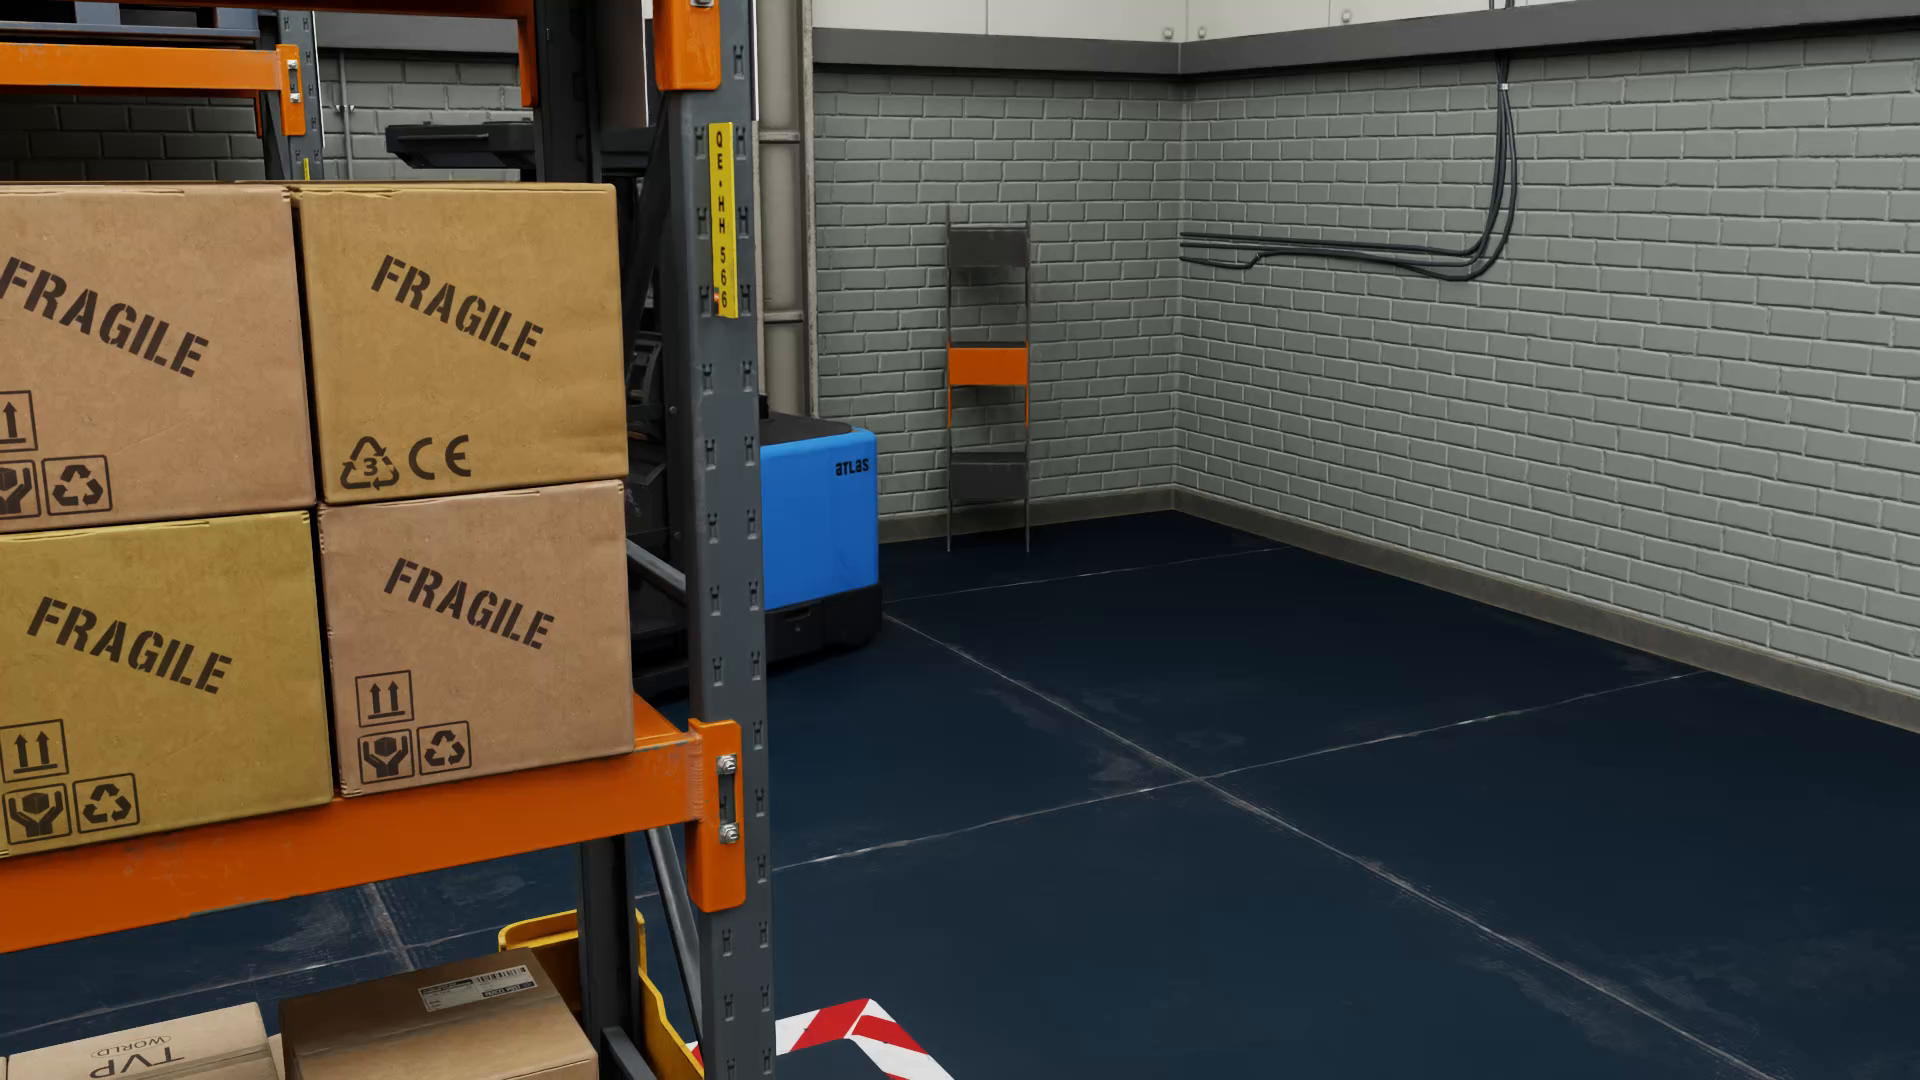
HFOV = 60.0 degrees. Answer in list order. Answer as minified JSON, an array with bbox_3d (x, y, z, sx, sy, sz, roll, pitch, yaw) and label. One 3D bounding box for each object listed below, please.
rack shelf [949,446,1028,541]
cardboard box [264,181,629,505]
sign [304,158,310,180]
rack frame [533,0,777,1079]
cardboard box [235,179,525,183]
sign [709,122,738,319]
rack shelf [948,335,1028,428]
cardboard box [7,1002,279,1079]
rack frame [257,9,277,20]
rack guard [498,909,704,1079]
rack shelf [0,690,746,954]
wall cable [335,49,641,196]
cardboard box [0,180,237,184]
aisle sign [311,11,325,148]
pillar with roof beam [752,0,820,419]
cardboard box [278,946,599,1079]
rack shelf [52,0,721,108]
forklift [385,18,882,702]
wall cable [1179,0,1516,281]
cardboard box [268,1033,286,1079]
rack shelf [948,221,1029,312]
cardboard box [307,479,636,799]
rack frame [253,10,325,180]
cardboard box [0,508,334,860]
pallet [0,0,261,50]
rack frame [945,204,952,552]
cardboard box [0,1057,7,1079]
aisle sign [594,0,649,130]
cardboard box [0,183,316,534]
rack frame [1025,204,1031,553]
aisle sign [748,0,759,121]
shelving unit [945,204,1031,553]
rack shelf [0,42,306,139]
[{"bbox_3d":[0.177,-0.295,10.383,0.480,0.518,0.431,0,13,1],"label":"rack shelf"},{"bbox_3d":[-0.912,-0.372,2.924,0.500,0.500,0.500,-7,14,-28],"label":"cardboard box"},{"bbox_3d":[-2.782,-1.464,7.104,0.005,0.325,0.100,-7,14,-28],"label":"sign"},{"bbox_3d":[-0.654,0.064,3.491,0.053,2.616,0.949,-7,14,-28],"label":"rack frame"},{"bbox_3d":[-1.169,-0.476,3.386,0.500,0.500,0.500,-6,14,-26],"label":"cardboard box"},{"bbox_3d":[-0.405,-0.545,2.842,0.005,0.325,0.100,-7,14,-28],"label":"sign"},{"bbox_3d":[0.174,-0.978,10.229,0.480,0.518,0.431,0,13,1],"label":"rack shelf"},{"bbox_3d":[-1.705,1.247,3.497,0.500,0.250,0.500,-7,14,-28],"label":"cardboard box"},{"bbox_3d":[-3.030,-3.816,7.070,0.127,3.000,1.000,-7,14,-28],"label":"rack frame"},{"bbox_3d":[-0.720,1.293,3.727,0.348,0.500,1.175,-7,14,-28],"label":"rack guard"},{"bbox_3d":[-2.408,0.626,2.632,4.000,0.370,1.077,-7,14,-28],"label":"rack shelf"},{"bbox_3d":[-2.359,-1.702,9.025,1.851,1.984,0.084,-7,14,-28],"label":"wall cable"},{"bbox_3d":[-1.624,-0.419,3.135,0.500,0.500,0.500,-7,14,-27],"label":"cardboard box"},{"bbox_3d":[-2.823,-2.107,7.220,0.004,0.787,0.394,-7,14,-28],"label":"aisle sign"},{"bbox_3d":[0.988,-3.437,5.386,0.400,9.000,9.100,-7,14,-28],"label":"pillar with roof beam"},{"bbox_3d":[-1.012,1.175,3.249,0.500,0.500,0.500,-7,14,-28],"label":"cardboard box"},{"bbox_3d":[-2.408,-0.837,2.303,4.000,0.370,1.077,-7,14,-28],"label":"rack shelf"},{"bbox_3d":[-1.781,-0.762,7.321,1.130,2.935,3.031,12,18,43],"label":"forklift"},{"bbox_3d":[2.106,-2.827,9.748,0.112,2.526,3.097,-7,14,-28],"label":"wall cable"},{"bbox_3d":[-1.404,1.237,3.733,0.250,0.166,0.380,-7,14,-28],"label":"cardboard box"},{"bbox_3d":[0.172,-1.661,10.075,0.480,0.518,0.431,0,13,1],"label":"rack shelf"},{"bbox_3d":[-0.916,0.116,3.035,0.500,0.500,0.500,-6,14,-26],"label":"cardboard box"},{"bbox_3d":[-3.030,-0.889,7.728,0.127,3.000,1.000,-7,14,-28],"label":"rack frame"},{"bbox_3d":[-1.369,0.171,2.789,0.500,0.500,0.500,-7,14,-27],"label":"cardboard box"},{"bbox_3d":[-3.676,-2.229,7.053,1.213,0.211,1.003,-7,14,-28],"label":"pallet"},{"bbox_3d":[-0.070,-0.991,10.231,0.015,2.100,0.400,0,13,1],"label":"rack frame"},{"bbox_3d":[-2.144,1.300,3.263,0.500,0.250,0.500,-7,14,-28],"label":"cardboard box"},{"bbox_3d":[-0.734,-1.267,3.486,0.004,0.787,0.394,-7,14,-28],"label":"aisle sign"},{"bbox_3d":[-1.355,-0.318,2.687,0.500,0.500,0.500,-6,14,-26],"label":"cardboard box"},{"bbox_3d":[0.418,-0.991,10.221,0.015,2.100,0.400,0,13,1],"label":"rack frame"},{"bbox_3d":[-0.446,-1.151,2.972,0.004,0.787,0.394,-7,14,-28],"label":"aisle sign"},{"bbox_3d":[0.174,-0.991,10.226,0.503,2.100,0.431,0,13,1],"label":"shelving unit"},{"bbox_3d":[-4.785,-1.791,6.543,4.000,0.370,1.077,-7,14,-28],"label":"rack shelf"}]
